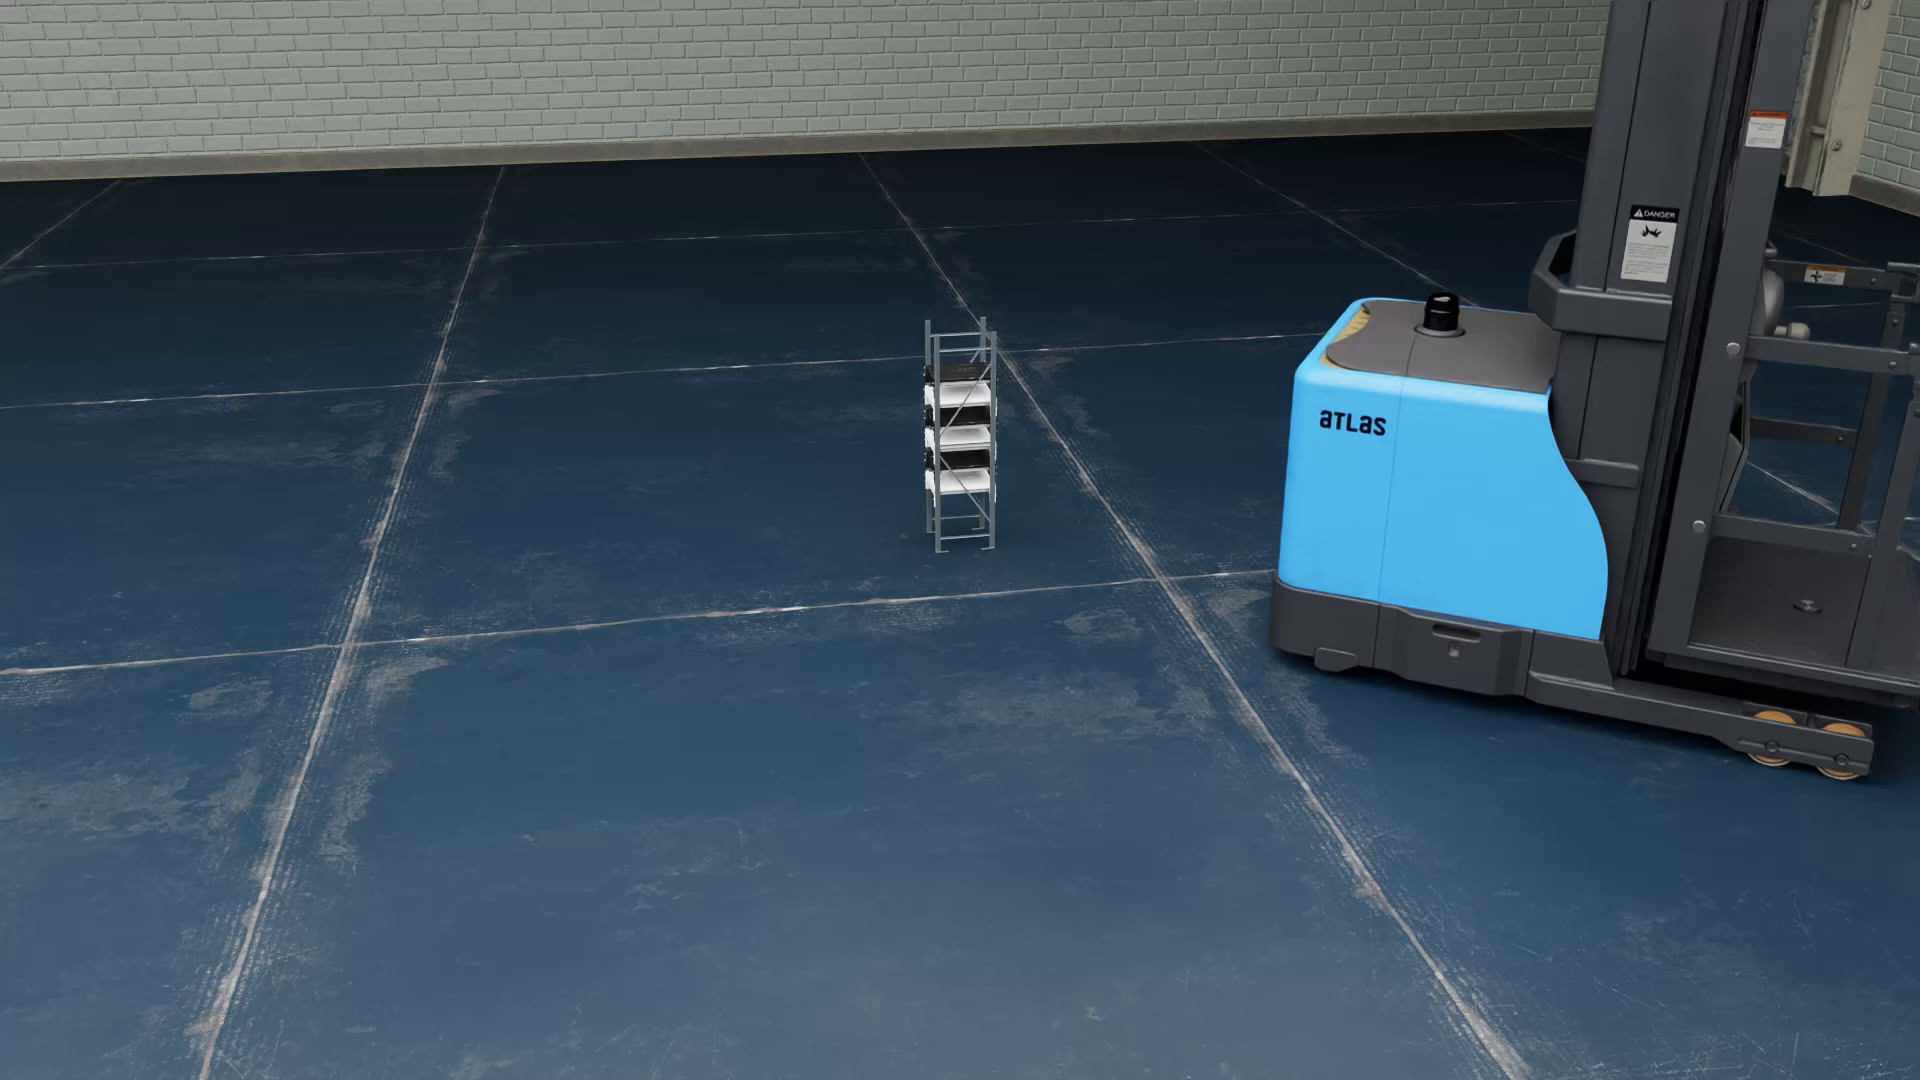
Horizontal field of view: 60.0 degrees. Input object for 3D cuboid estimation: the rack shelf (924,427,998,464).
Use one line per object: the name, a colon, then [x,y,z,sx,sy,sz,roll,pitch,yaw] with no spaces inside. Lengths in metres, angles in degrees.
rack shelf: [0.001,-0.379,6.576,0.258,0.077,0.200,-4,24,-10]

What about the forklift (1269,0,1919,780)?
forklift: [2.636,-0.854,5.044,3.031,2.935,1.130,10,26,22]

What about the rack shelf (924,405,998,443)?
rack shelf: [0.001,-0.461,6.540,0.258,0.077,0.200,-4,24,-10]

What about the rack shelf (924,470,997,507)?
rack shelf: [0.001,-0.214,6.648,0.258,0.077,0.200,-4,24,-10]

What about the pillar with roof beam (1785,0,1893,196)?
pillar with roof beam: [2.488,-6.545,10.493,9.100,9.000,0.400,-4,24,-10]

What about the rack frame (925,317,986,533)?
rack frame: [-0.017,-0.449,6.654,0.240,0.900,0.006,-4,24,-10]

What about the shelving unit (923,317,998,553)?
shelving unit: [0.001,-0.409,6.563,0.258,0.900,0.210,-4,24,-10]

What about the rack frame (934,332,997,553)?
rack frame: [0.020,-0.369,6.471,0.240,0.900,0.006,-4,24,-10]

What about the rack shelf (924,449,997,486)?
rack shelf: [0.001,-0.296,6.612,0.258,0.077,0.200,-4,24,-10]

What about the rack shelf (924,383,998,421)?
rack shelf: [0.001,-0.544,6.504,0.258,0.077,0.200,-4,24,-10]

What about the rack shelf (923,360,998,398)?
rack shelf: [0.001,-0.626,6.468,0.258,0.077,0.200,-4,24,-10]
